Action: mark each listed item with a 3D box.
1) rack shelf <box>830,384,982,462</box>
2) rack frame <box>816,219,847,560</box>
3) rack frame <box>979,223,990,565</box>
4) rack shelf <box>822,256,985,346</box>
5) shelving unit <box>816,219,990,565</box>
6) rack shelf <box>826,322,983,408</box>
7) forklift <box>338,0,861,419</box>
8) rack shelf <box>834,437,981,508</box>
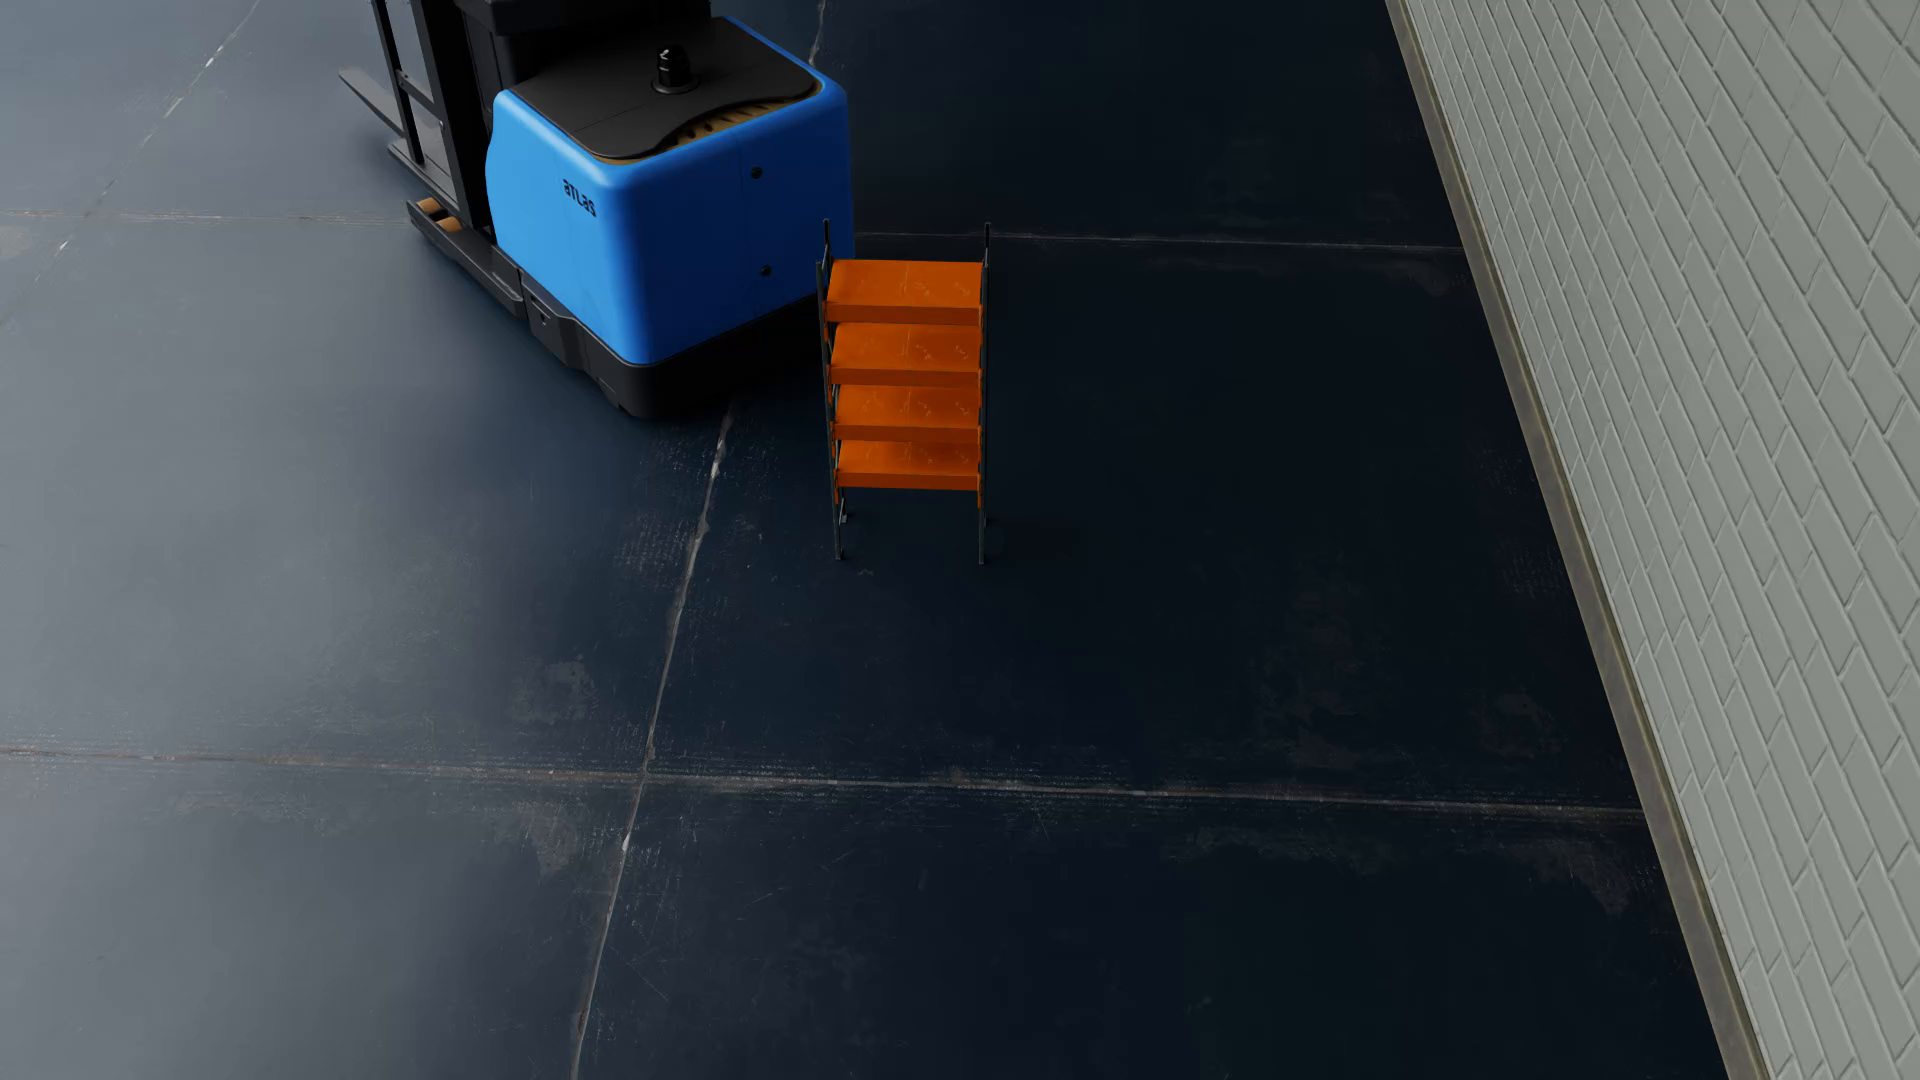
[{"bbox_3d":[-0.165,-0.395,5.392,0.480,0.148,0.258,2,43,2],"label":"rack shelf"},{"bbox_3d":[-0.409,-0.452,5.355,0.015,1.200,0.240,2,43,2],"label":"rack frame"},{"bbox_3d":[0.078,-0.437,5.338,0.015,1.200,0.240,2,43,2],"label":"rack frame"},{"bbox_3d":[-0.165,-0.732,5.079,0.480,0.148,0.258,2,43,2],"label":"rack shelf"},{"bbox_3d":[-0.165,-0.444,5.346,0.503,1.200,0.258,2,43,2],"label":"shelving unit"},{"bbox_3d":[-0.165,-0.559,5.240,0.480,0.148,0.258,2,43,2],"label":"rack shelf"},{"bbox_3d":[-1.704,-2.460,6.241,1.130,2.935,3.031,-29,50,-27],"label":"forklift"},{"bbox_3d":[-0.165,-0.250,5.528,0.480,0.148,0.258,2,43,2],"label":"rack shelf"}]
